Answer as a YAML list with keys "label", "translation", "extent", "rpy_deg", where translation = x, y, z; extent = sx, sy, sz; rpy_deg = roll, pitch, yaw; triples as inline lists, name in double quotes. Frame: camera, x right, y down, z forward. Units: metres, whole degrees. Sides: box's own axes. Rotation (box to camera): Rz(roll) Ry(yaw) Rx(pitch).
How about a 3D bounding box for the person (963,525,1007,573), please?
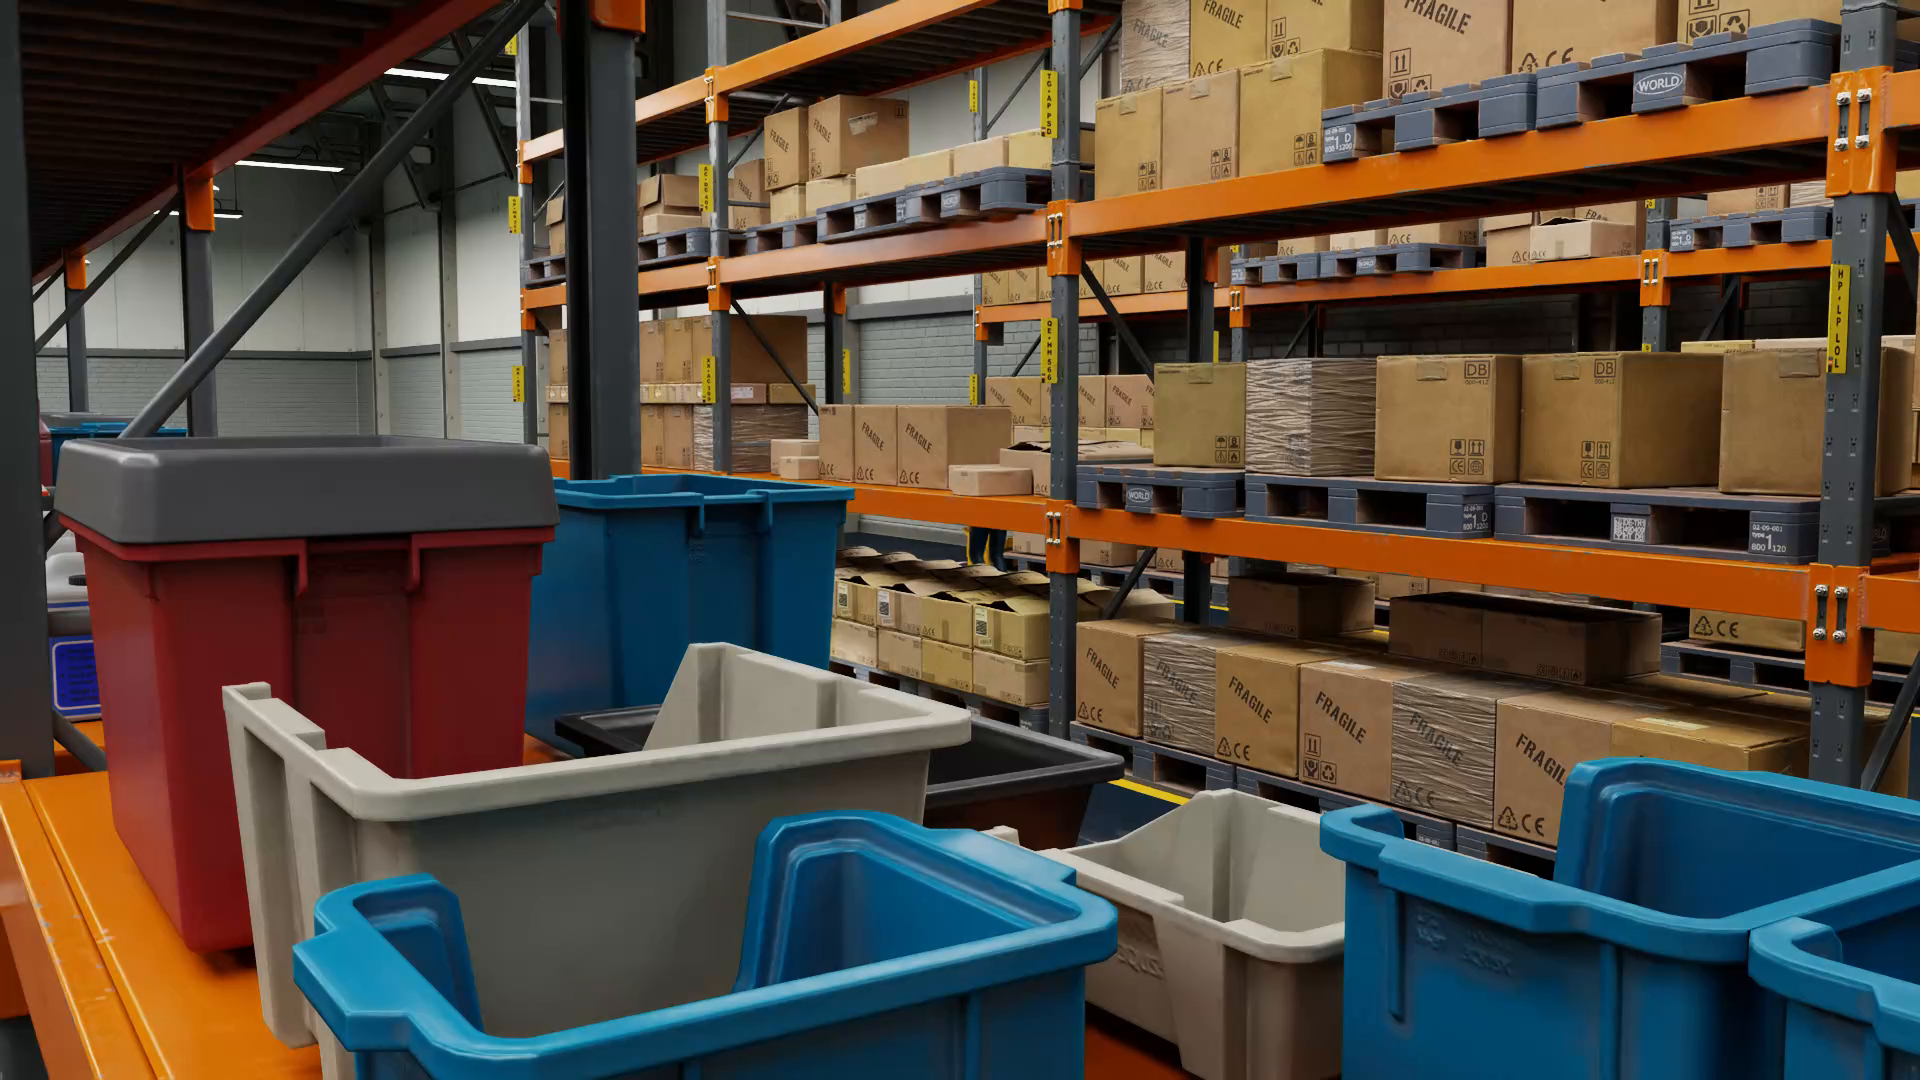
- label: "person"
  translation: [0.236, -0.170, 14.406]
  extent: [0.412, 1.587, 0.316]
  rpy_deg: [-3, 6, -33]
